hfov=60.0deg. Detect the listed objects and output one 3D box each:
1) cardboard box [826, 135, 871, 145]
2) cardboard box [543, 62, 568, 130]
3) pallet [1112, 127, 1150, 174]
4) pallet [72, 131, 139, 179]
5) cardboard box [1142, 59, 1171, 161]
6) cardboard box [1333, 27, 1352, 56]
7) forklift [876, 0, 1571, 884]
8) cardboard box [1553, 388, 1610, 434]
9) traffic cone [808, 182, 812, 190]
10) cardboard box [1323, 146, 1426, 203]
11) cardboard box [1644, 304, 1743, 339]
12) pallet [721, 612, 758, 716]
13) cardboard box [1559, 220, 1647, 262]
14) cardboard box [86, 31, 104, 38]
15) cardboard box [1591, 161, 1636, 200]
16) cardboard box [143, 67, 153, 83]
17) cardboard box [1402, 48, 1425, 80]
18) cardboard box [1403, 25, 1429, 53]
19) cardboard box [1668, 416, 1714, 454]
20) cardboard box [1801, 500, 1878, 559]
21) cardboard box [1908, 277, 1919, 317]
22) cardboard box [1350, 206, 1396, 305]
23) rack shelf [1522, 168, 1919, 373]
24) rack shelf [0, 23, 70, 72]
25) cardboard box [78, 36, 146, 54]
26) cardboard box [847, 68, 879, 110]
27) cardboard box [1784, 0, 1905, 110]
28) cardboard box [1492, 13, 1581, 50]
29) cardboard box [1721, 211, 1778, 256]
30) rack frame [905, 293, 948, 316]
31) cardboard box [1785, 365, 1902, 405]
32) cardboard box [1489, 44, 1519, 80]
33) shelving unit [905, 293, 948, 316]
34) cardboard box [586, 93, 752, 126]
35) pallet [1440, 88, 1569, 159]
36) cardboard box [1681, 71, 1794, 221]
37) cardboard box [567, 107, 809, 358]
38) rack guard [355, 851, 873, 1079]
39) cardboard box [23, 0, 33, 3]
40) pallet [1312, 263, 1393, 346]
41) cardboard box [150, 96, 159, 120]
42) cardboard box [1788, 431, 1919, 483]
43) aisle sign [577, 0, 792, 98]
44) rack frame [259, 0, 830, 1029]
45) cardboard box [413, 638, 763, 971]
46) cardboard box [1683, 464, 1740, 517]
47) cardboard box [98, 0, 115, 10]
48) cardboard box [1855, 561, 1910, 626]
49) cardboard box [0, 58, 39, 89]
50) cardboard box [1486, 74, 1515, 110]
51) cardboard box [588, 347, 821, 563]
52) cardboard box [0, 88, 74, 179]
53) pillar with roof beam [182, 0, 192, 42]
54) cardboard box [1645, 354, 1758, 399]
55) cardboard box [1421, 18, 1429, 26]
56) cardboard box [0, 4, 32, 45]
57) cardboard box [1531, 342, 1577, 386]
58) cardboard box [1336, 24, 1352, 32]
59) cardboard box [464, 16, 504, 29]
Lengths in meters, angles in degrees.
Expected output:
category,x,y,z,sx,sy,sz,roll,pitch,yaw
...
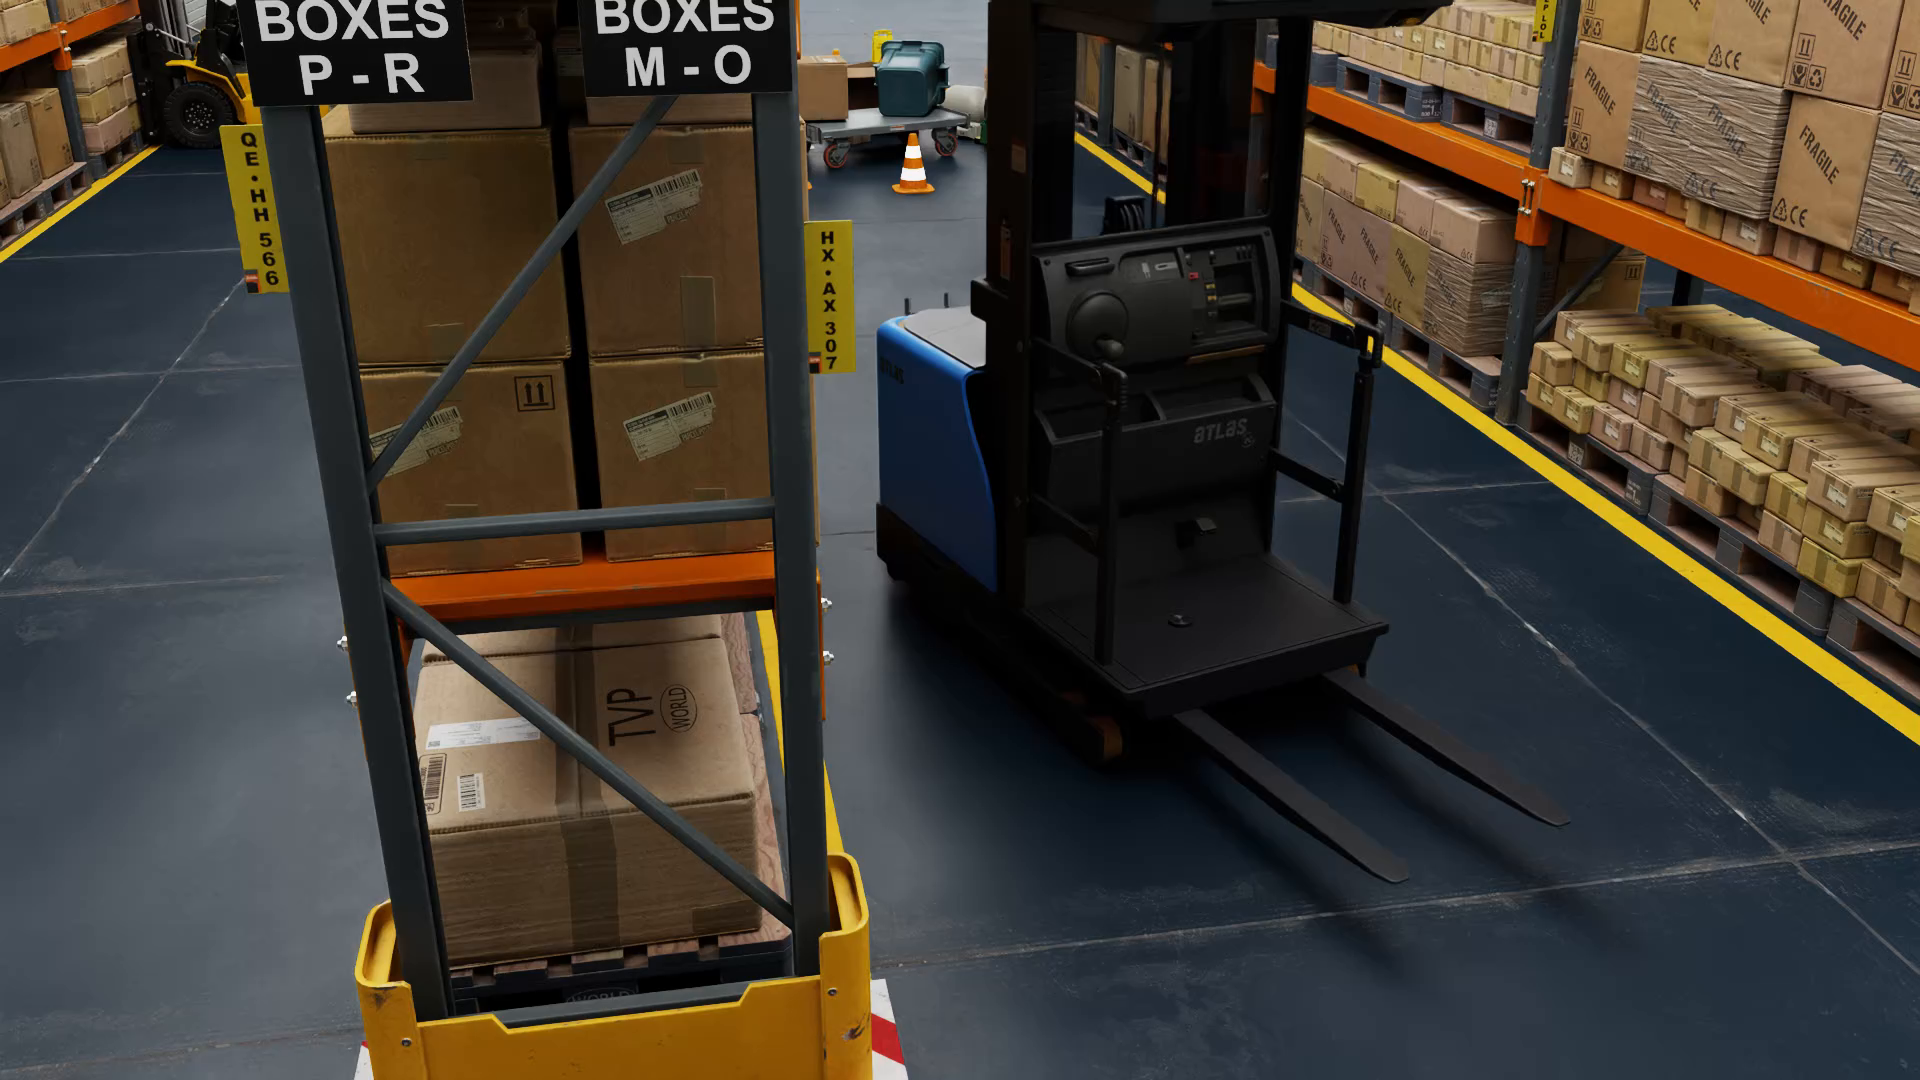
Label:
category,x,y,z,sx,sy,sz,roll,pitch,yaw
cardboard box,-1.078,-3.980,16.031,0.396,0.266,0.258,18,29,36
cardboard box,-1.355,-1.108,4.665,0.500,0.500,0.500,-4,24,-10
pallet,2.026,-3.584,15.192,1.003,0.211,1.213,-4,24,-10
pallet,-8.020,-3.423,14.824,1.003,0.211,1.213,-4,24,-10
cardboard box,2.187,-3.704,14.270,1.050,0.750,0.750,-4,24,-10
cardboard box,2.585,-3.155,10.516,0.380,0.149,0.250,-3,24,-7
forklift,0.783,-0.799,5.418,1.130,2.935,3.031,-12,26,-25
cardboard box,3.089,-0.627,7.976,0.380,0.149,0.250,-4,24,-8
traffic cone,-1.432,-3.207,14.015,0.336,0.463,0.334,-4,24,-10
cardboard box,2.611,-2.293,10.414,0.500,0.250,0.500,-4,24,-9
cardboard box,3.610,-1.051,8.203,0.380,0.149,0.250,-4,24,-8
pallet,-1.265,0.457,5.941,1.003,0.211,1.213,-4,24,-10
cardboard box,3.412,-1.714,9.088,0.500,0.250,0.500,-5,24,-12
cardboard box,-8.573,-4.752,16.044,0.500,0.250,0.500,-4,24,-10
cardboard box,3.140,-1.666,7.631,0.380,0.149,0.250,-4,24,-8
cardboard box,-7.969,-4.355,15.759,0.500,0.250,0.500,-4,24,-10
cardboard box,2.777,-2.744,9.575,0.380,0.149,0.250,-3,24,-7
cardboard box,2.774,-2.887,9.530,0.380,0.149,0.250,-4,24,-10
cardboard box,3.331,-0.467,7.237,0.380,0.149,0.250,-3,24,-7
cardboard box,3.444,-0.056,6.295,0.380,0.149,0.250,-4,24,-9
cardboard box,3.530,-0.835,5.727,0.380,0.149,0.250,-5,24,-12
cardboard box,2.719,-1.736,10.077,0.500,0.500,0.500,-5,24,-11
rack shelf,3.658,-0.897,6.454,1.077,0.370,4.000,-4,24,-10
rack shelf,-7.544,-3.269,11.885,1.077,0.370,4.000,-4,24,-10
cardboard box,-7.973,-4.593,15.680,0.500,0.250,0.500,-5,24,-11
cardboard box,-0.782,-4.375,16.468,0.797,0.637,0.503,-4,24,-10
cardboard box,3.400,-1.853,5.999,0.500,0.500,0.500,-5,24,-12
cardboard box,2.972,-2.612,8.529,0.380,0.149,0.250,-5,24,-11
cardboard box,3.311,-1.248,6.674,0.380,0.149,0.250,-3,24,-7
rack frame,-0.140,-0.544,7.183,0.200,1.050,0.008,-12,26,-25
cardboard box,3.862,-0.649,7.281,0.380,0.149,0.250,-5,24,-12
cardboard box,2.971,-2.472,8.580,0.380,0.149,0.250,-4,24,-9
shelving unit,-0.083,-0.500,7.084,0.215,1.050,0.252,-12,26,-25
cardboard box,-0.611,-0.995,3.596,0.380,0.149,0.250,-4,24,-9
pallet,3.290,-2.237,8.863,1.003,0.211,1.213,-4,24,-10
cardboard box,3.289,-1.587,6.639,0.500,0.500,0.500,-5,24,-11
cardboard box,-0.627,-0.748,3.840,0.500,0.500,0.500,-5,24,-11
rack guard,-0.813,1.121,4.058,1.175,0.500,0.348,-4,24,-10
cardboard box,-7.572,-4.371,13.073,0.500,0.250,0.500,-5,24,-11
pallet,2.914,-1.522,10.472,1.003,0.211,1.213,-4,24,-10
cardboard box,-7.972,-4.133,15.876,0.500,0.250,0.500,-4,24,-8
cardboard box,3.489,-0.303,6.491,0.380,0.149,0.250,-5,24,-12
aisle sign,-0.519,-1.218,3.043,0.394,0.787,0.004,-4,24,-10
rack frame,-0.818,-0.034,3.579,1.000,3.000,0.127,-4,24,-10
cardboard box,-1.038,0.696,4.586,0.875,0.438,0.875,-5,24,-12
cardboard box,3.320,-0.225,7.054,0.380,0.149,0.250,-5,24,-11
cardboard box,-7.947,-5.027,14.888,0.500,0.500,0.500,-5,24,-10
cardboard box,3.556,0.182,6.122,0.380,0.149,0.250,-4,24,-9
cardboard box,-8.195,-3.955,14.219,0.500,0.250,0.500,-4,24,-9
cardboard box,2.972,-2.334,8.636,0.380,0.149,0.250,-4,24,-9
cardboard box,-0.624,-0.290,4.040,0.500,0.500,0.500,-4,24,-10
cardboard box,-7.807,-3.285,13.465,0.875,0.625,0.625,-3,24,-7
pillar with roof beam,-6.290,-11.046,21.297,9.100,9.000,0.400,-4,24,-10
cardboard box,3.307,-0.711,7.425,0.380,0.149,0.250,-5,24,-11
cardboard box,2.782,-3.019,9.461,0.380,0.149,0.250,-5,24,-12
cardboard box,-7.465,-3.940,12.711,0.500,0.250,0.500,-4,24,-10
cardboard box,3.041,-0.869,8.158,0.380,0.149,0.250,-3,24,-7
cardboard box,2.593,-3.285,10.441,0.380,0.149,0.250,-4,24,-10
cardboard box,-1.282,-1.155,3.961,0.380,0.149,0.250,-5,24,-10
